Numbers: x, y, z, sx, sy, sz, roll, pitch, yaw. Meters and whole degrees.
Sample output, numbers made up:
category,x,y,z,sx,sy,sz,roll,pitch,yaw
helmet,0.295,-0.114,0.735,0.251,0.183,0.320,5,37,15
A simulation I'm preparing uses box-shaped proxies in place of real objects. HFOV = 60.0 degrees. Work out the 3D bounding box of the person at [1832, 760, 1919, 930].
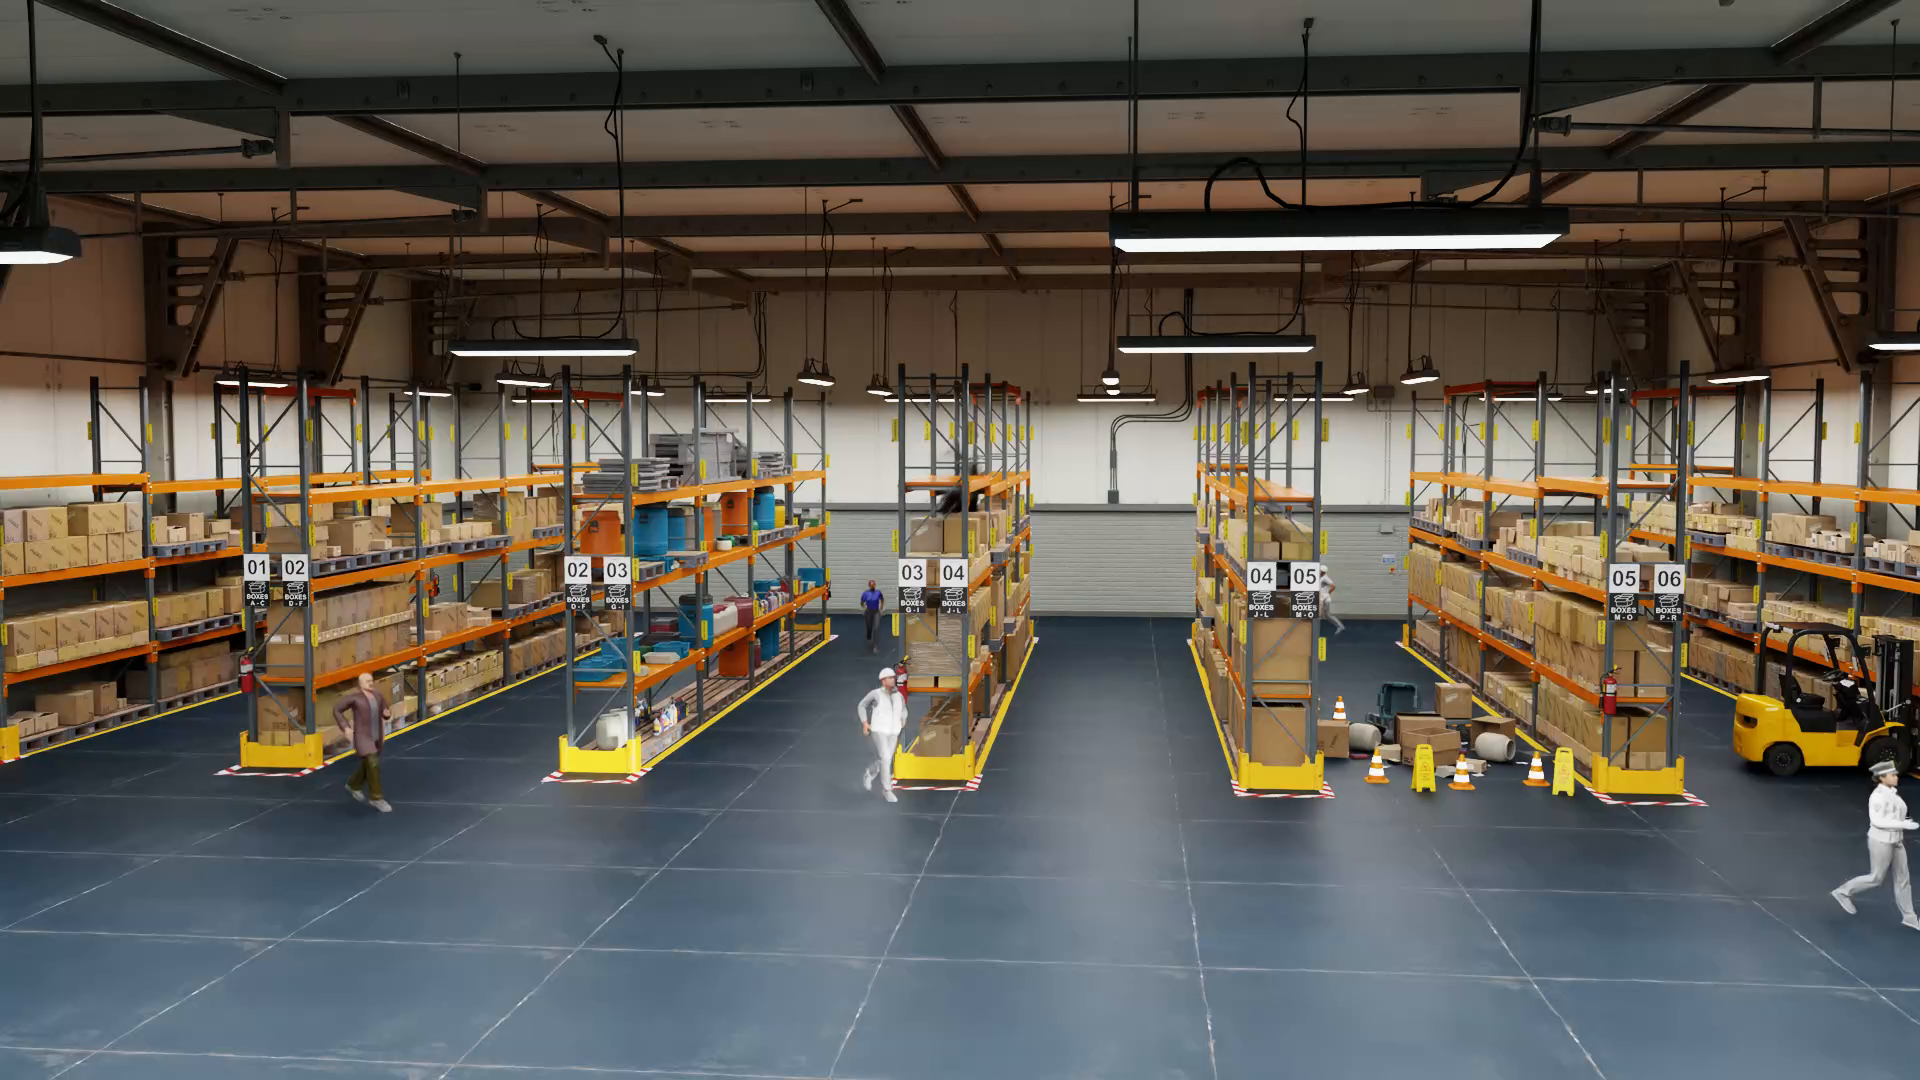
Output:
category,x,y,z,sx,sy,sz,roll,pitch,yaw
person,9.352,3.054,16.811,0.613,1.687,0.923,-3,5,-42

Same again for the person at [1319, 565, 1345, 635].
category,x,y,z,sx,sy,sz,roll,pitch,yaw
person,8.893,1.512,40.446,0.987,1.807,0.696,0,4,7

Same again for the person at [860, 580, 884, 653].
category,x,y,z,sx,sy,sz,roll,pitch,yaw
person,-2.024,1.735,38.349,0.571,1.664,0.867,0,4,-7

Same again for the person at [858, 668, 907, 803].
category,x,y,z,sx,sy,sz,roll,pitch,yaw
person,-0.999,2.652,22.908,0.681,1.758,0.871,-3,5,-36

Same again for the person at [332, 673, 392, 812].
category,x,y,z,sx,sy,sz,roll,pitch,yaw
person,-7.897,2.668,22.161,1.006,1.803,0.690,2,4,28
